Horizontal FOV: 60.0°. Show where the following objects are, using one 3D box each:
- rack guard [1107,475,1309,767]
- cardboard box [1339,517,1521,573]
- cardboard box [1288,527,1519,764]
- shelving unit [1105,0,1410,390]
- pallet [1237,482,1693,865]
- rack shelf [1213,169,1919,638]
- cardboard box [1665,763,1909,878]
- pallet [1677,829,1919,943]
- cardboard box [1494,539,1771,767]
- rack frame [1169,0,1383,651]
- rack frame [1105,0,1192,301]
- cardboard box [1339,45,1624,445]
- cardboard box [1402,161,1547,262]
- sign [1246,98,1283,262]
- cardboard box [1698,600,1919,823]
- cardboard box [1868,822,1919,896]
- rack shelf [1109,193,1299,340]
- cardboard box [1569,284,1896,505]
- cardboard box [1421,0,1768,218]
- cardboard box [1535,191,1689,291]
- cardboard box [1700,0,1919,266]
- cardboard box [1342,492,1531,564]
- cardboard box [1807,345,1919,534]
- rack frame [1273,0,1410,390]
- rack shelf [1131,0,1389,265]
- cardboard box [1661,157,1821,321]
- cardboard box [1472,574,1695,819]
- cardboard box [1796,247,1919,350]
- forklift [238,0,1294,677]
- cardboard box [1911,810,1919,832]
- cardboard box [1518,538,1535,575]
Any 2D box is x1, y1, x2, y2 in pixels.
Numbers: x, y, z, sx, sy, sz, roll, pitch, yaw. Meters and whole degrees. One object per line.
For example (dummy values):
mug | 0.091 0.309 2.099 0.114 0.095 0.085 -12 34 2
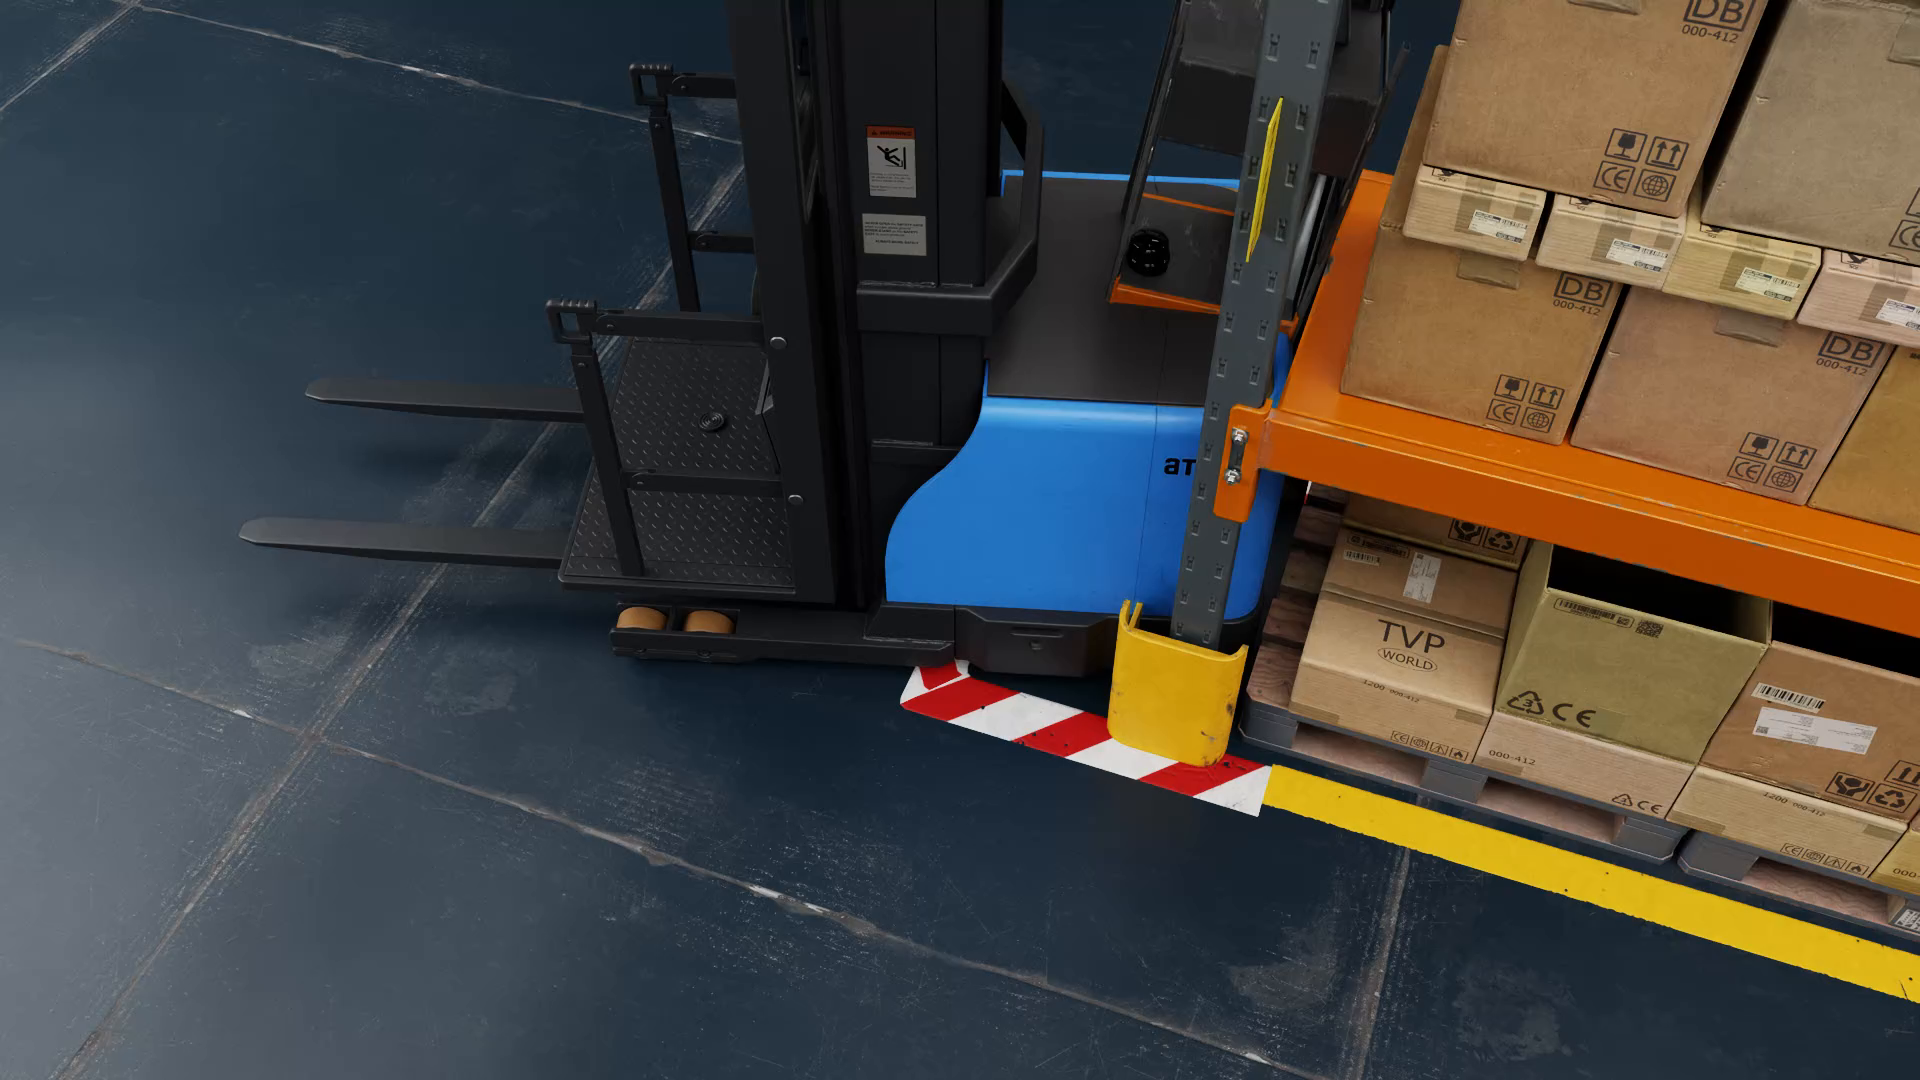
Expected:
rack guard | 0.768 0.032 4.891 0.348 0.500 1.175 16 51 13
cardboard box | 1.396 -0.086 4.881 0.500 0.250 0.500 16 51 13
cardboard box | 1.217 0.281 4.563 0.500 0.250 0.500 16 51 13
shelving unit | 0.638 -0.622 4.569 0.503 2.100 0.431 12 51 1
pallet | 1.523 0.304 4.847 1.213 0.211 1.003 16 51 13
rack shelf | 2.667 -0.021 3.759 4.000 0.370 1.077 16 51 13
cardboard box | 2.156 0.541 4.338 0.500 0.250 0.500 16 51 13
pallet | 2.663 0.624 4.569 1.213 0.211 1.003 16 51 13
cardboard box | 1.687 0.165 4.168 0.500 0.500 0.500 16 51 13
rack frame | 0.791 -0.780 3.941 0.127 3.000 1.000 16 51 13
rack frame | 0.400 -0.675 4.572 0.015 2.100 0.400 12 51 1
cardboard box | 1.224 -0.682 3.790 0.500 0.500 0.700 16 51 13
cardboard box | 1.084 -0.770 3.437 0.250 0.149 0.380 15 51 13
sign | 0.593 -0.698 3.245 0.005 0.325 0.100 16 51 13
cardboard box | 2.160 0.287 4.062 0.500 0.500 0.500 16 51 13
cardboard box | 2.623 0.675 4.222 0.500 0.250 0.500 16 51 13
rack shelf | 0.637 -0.614 4.580 0.480 0.518 0.431 12 51 1
cardboard box | 1.719 -0.548 3.673 0.500 0.500 0.700 17 51 14
cardboard box | 1.274 -1.093 3.287 0.500 0.500 0.700 16 51 13
cardboard box | 1.333 -0.703 3.379 0.250 0.149 0.380 14 51 12
cardboard box | 1.769 -0.959 3.171 0.500 0.500 0.700 14 51 12
cardboard box | 1.397 -0.333 4.599 0.500 0.500 0.500 16 51 13
cardboard box | 2.182 -0.413 3.557 0.500 0.500 0.700 16 51 13
rack frame | 0.877 -0.570 4.566 0.015 2.100 0.400 12 51 1
rack shelf | 0.725 -1.046 4.036 0.480 0.518 0.431 12 51 1
cardboard box | 1.566 -0.636 3.321 0.250 0.149 0.380 16 51 13
cardboard box | 1.687 0.409 4.452 0.500 0.250 0.500 16 51 13
cardboard box | 1.802 -0.569 3.263 0.250 0.149 0.380 15 51 13
forklift | -0.623 -0.993 4.171 3.031 2.935 1.130 3 49 3
cardboard box | 2.623 0.430 3.938 0.500 0.500 0.500 16 51 13
cardboard box | 1.870 0.036 4.775 0.500 0.250 0.500 16 51 13
